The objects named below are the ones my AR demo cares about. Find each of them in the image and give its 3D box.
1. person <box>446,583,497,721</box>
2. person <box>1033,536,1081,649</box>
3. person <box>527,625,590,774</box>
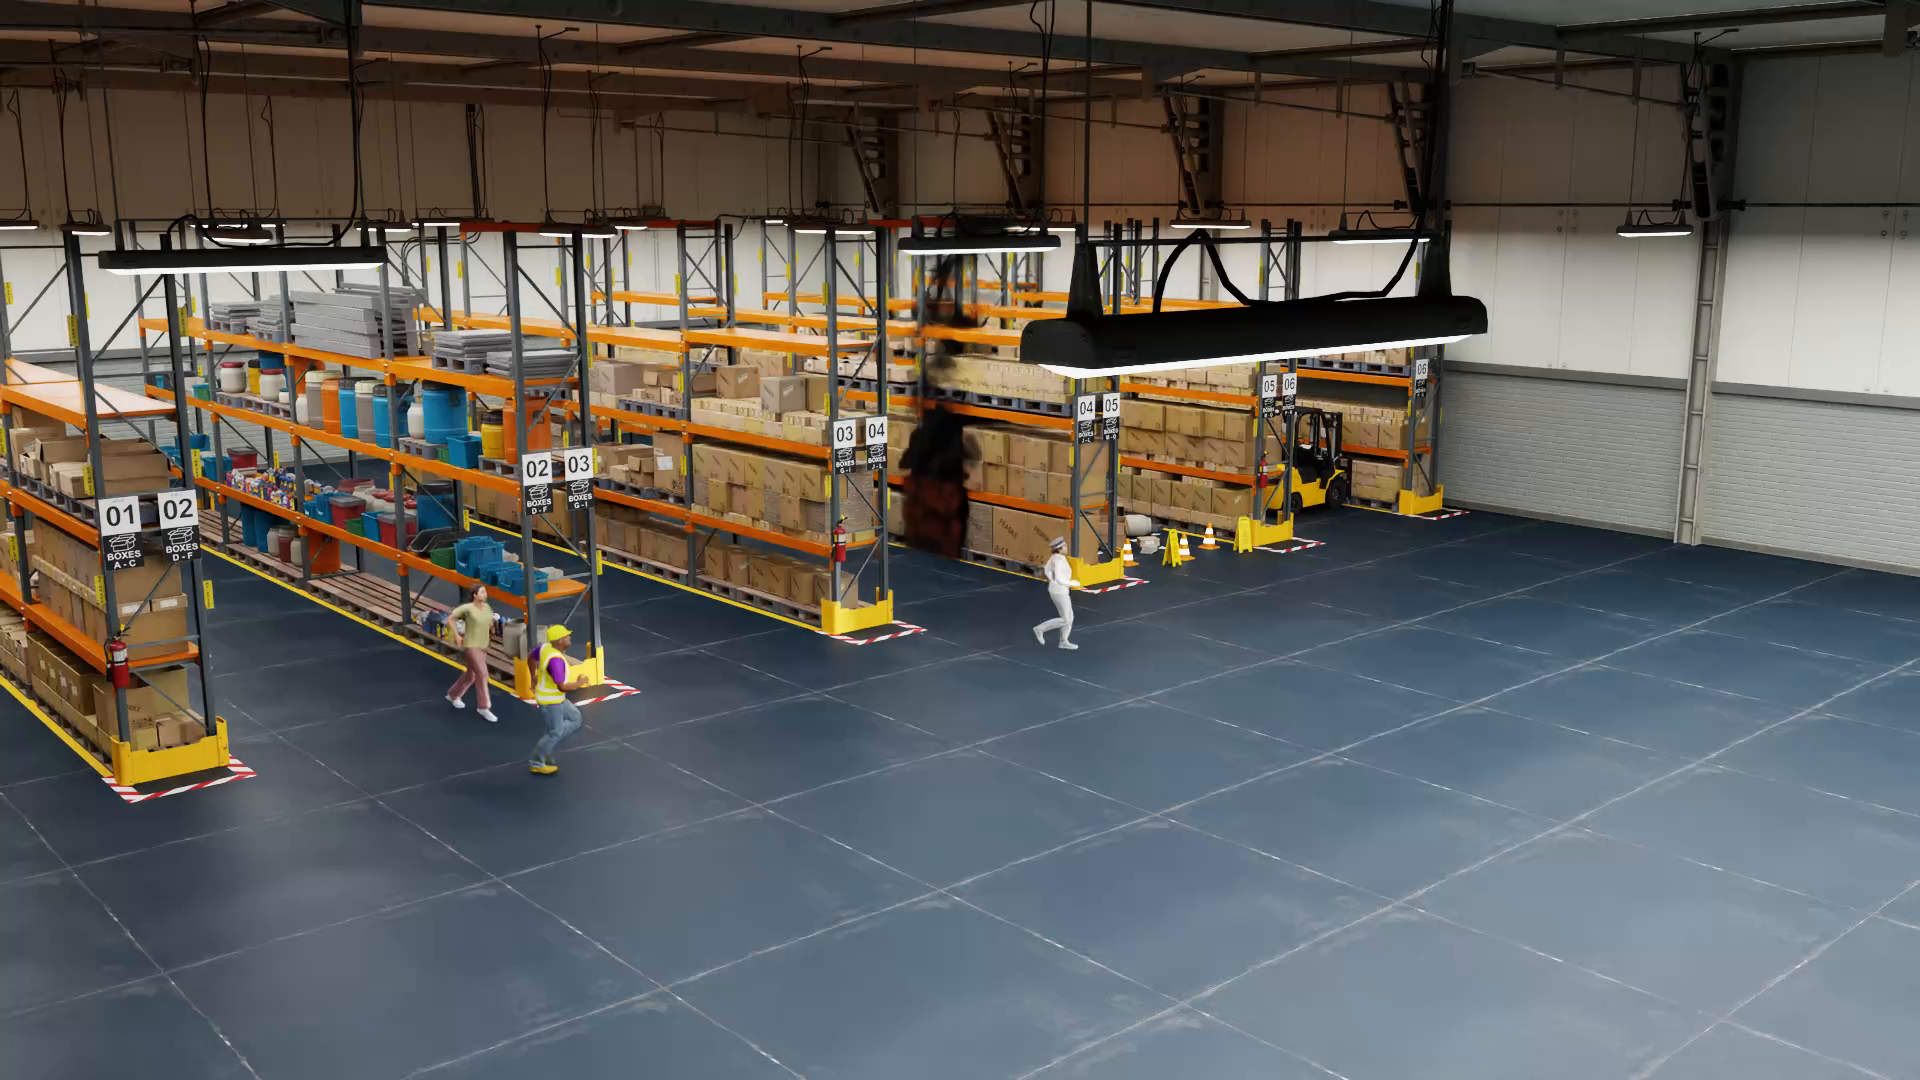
[{"bbox_3d":[-6.090,1.361,20.950,0.904,1.673,0.582,5,13,25],"label":"person"},{"bbox_3d":[1.384,0.761,23.902,0.688,1.654,0.614,-1,11,-5],"label":"person"},{"bbox_3d":[-4.519,1.776,18.690,0.706,1.709,0.746,-4,12,-20],"label":"person"}]
